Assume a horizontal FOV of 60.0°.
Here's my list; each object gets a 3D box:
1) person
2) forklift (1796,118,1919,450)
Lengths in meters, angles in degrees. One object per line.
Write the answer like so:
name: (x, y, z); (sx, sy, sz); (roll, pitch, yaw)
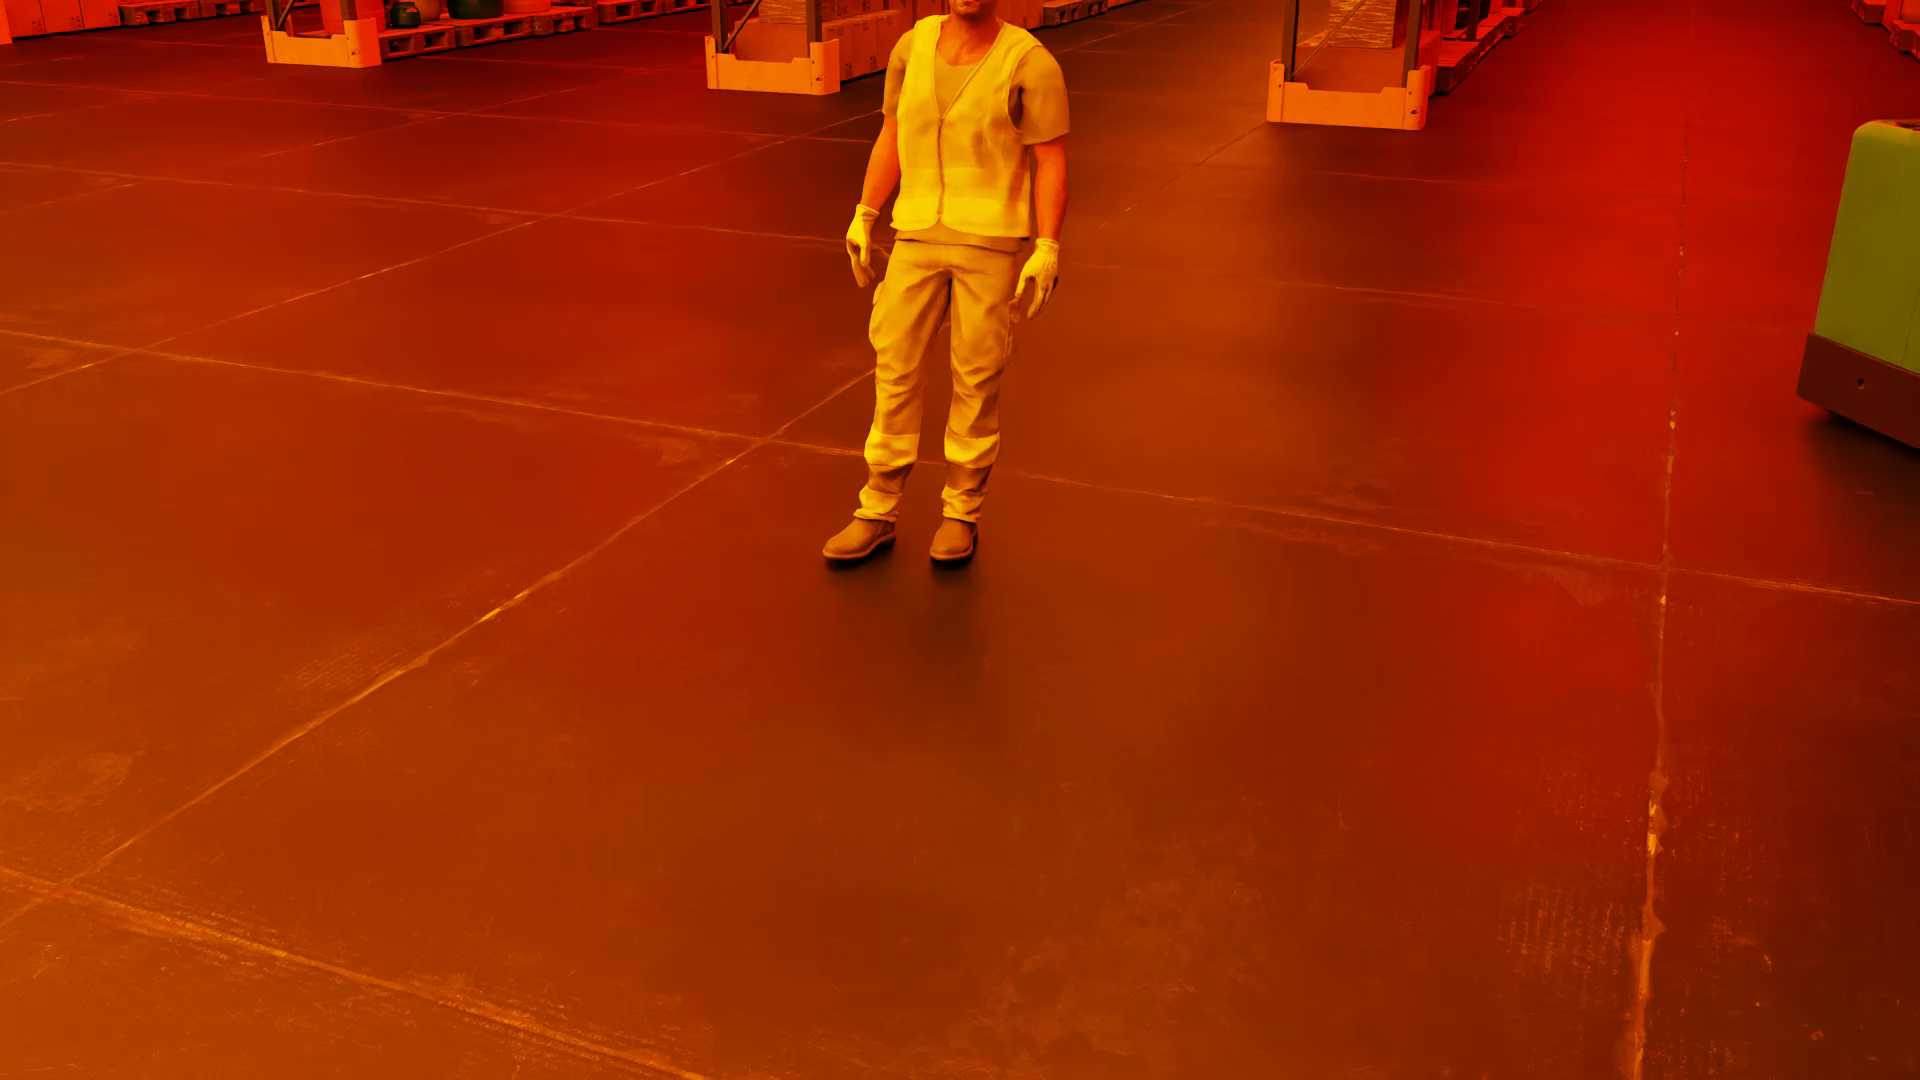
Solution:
person: (-0.042, -0.805, 4.680); (0.637, 1.790, 0.562); (9, 24, 21)
forklift: (4.689, -1.780, 5.552); (3.031, 2.935, 1.130); (-5, 23, -12)
